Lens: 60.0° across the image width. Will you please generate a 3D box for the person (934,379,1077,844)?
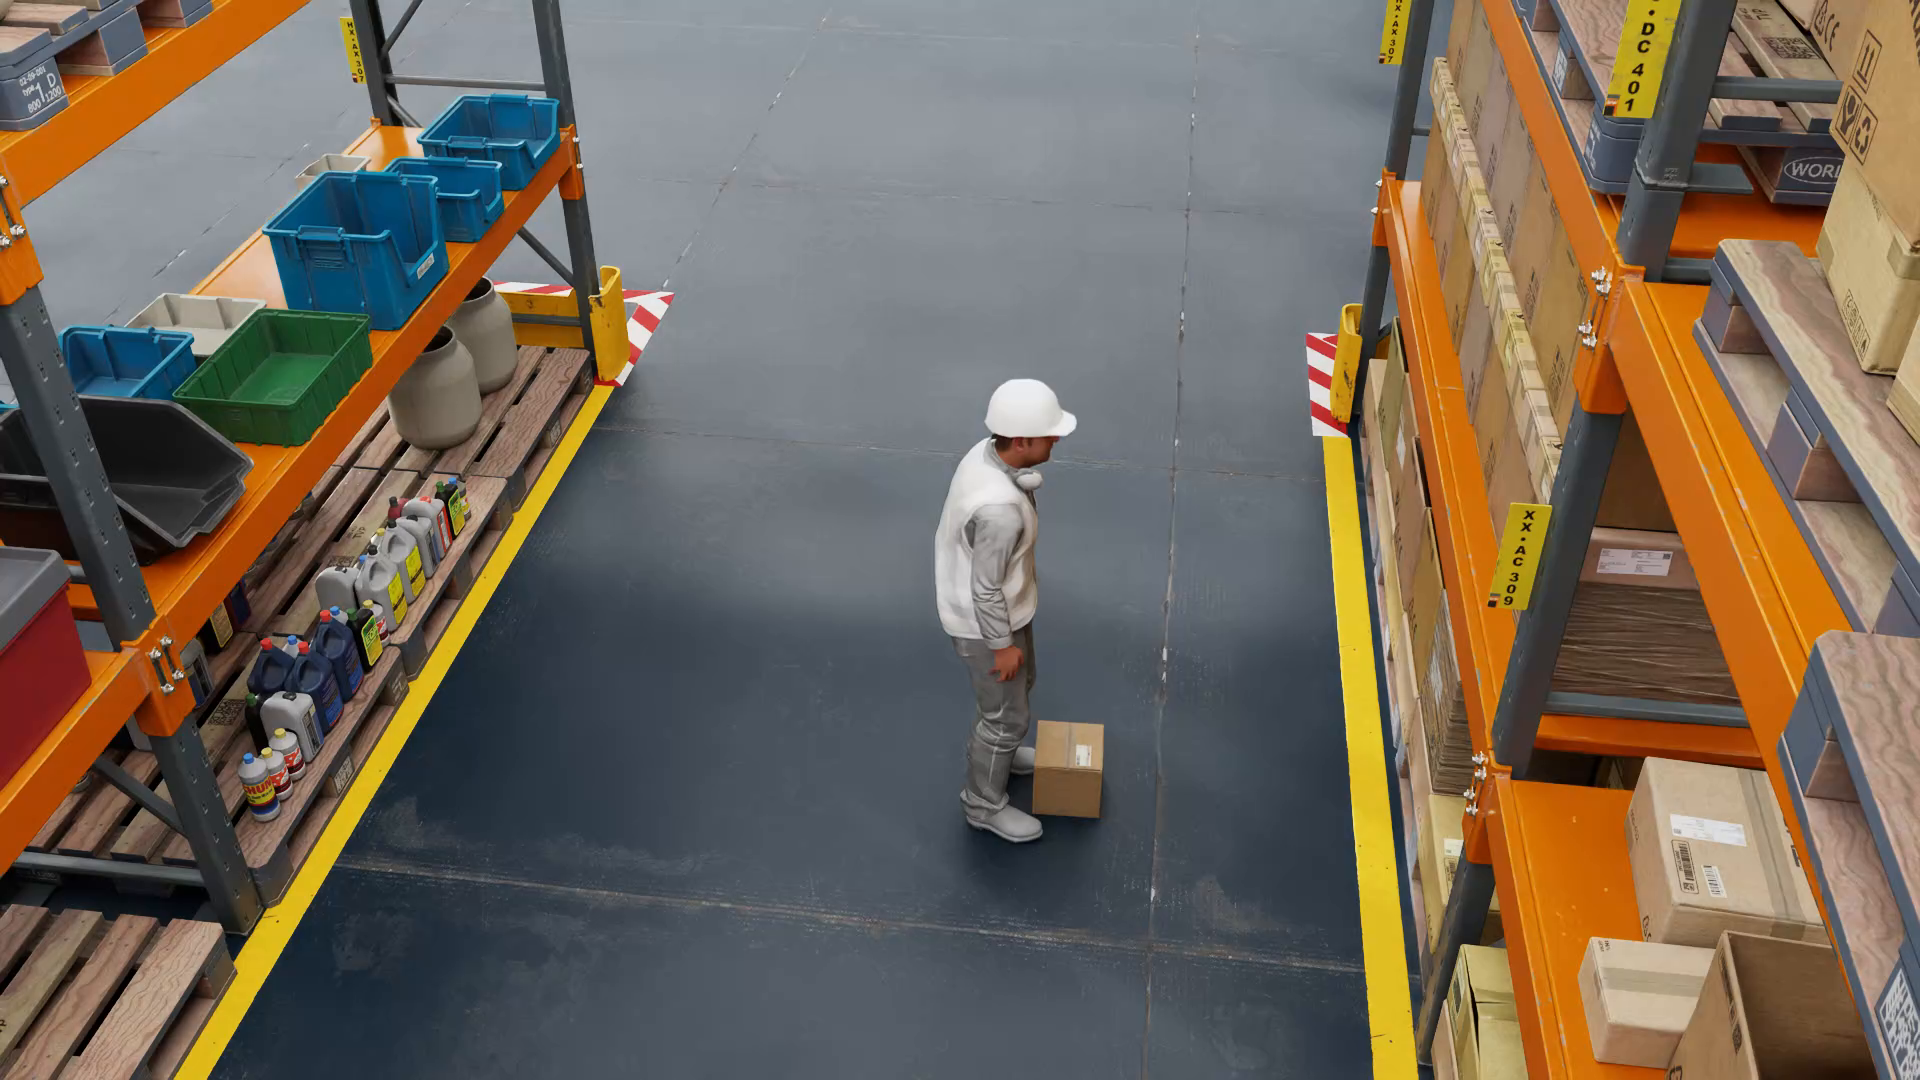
[{"bbox_3d":[0.144,0.228,5.814,0.464,1.767,0.583,3,36,4],"label":"person"}]
